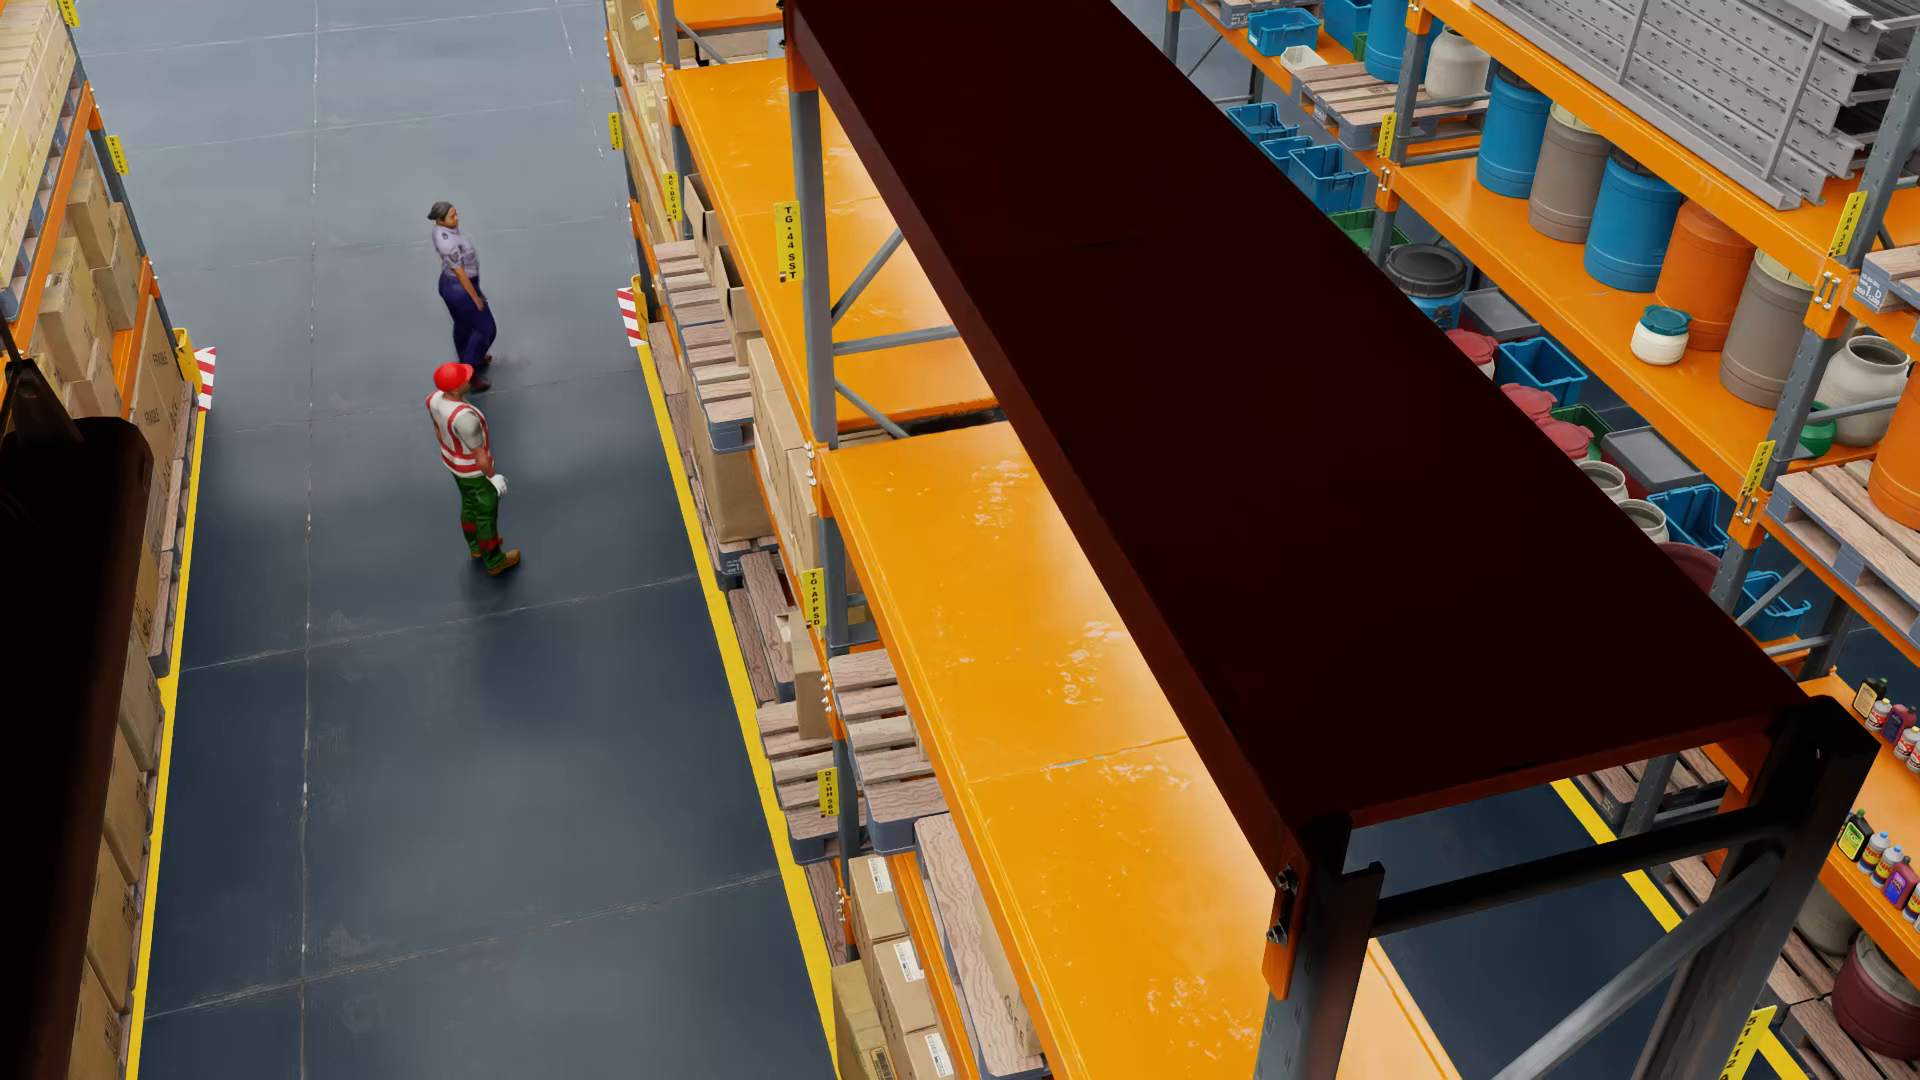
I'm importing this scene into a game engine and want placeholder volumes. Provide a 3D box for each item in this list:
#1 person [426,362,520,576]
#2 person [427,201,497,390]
[{"bbox_3d":[-3.522,-0.531,12.058,0.361,1.812,0.594,-28,46,-31],"label":"person"},{"bbox_3d":[-4.251,-2.097,14.151,0.390,1.675,0.542,-20,42,-23],"label":"person"}]
